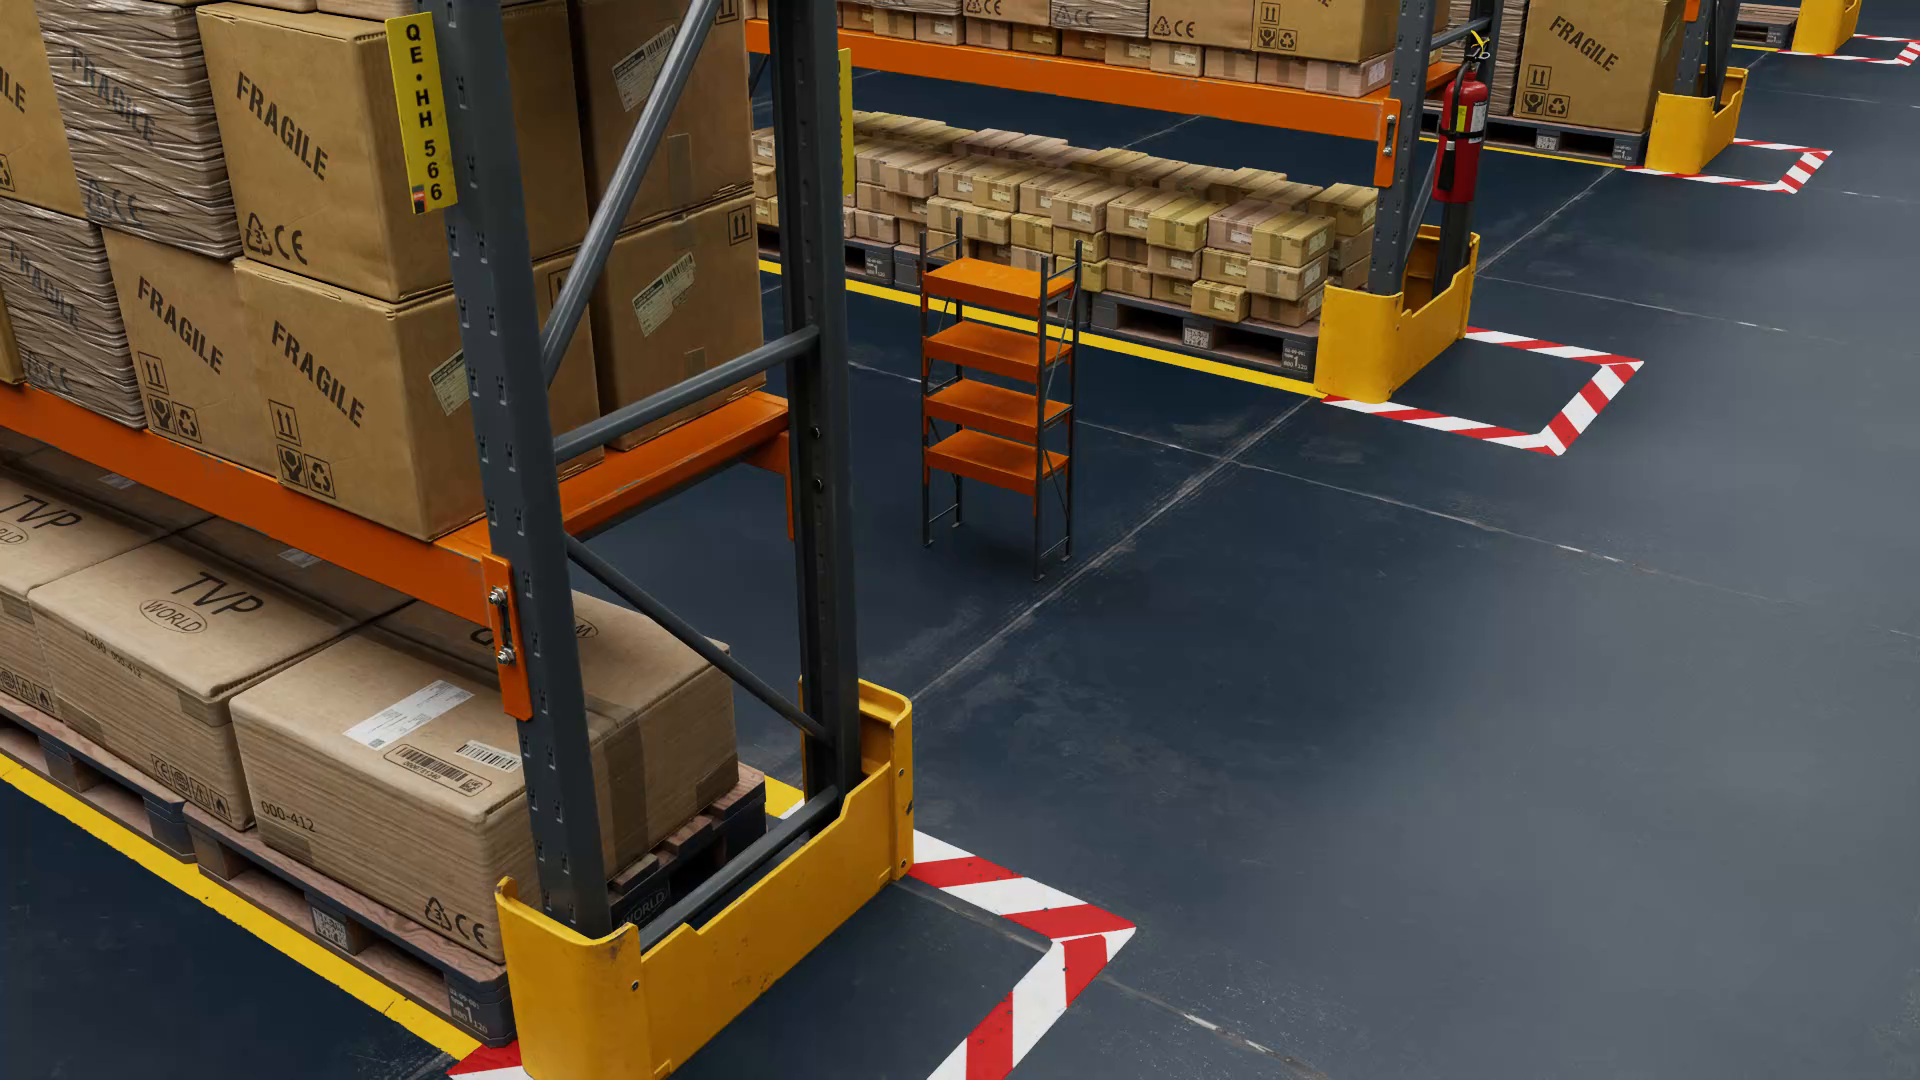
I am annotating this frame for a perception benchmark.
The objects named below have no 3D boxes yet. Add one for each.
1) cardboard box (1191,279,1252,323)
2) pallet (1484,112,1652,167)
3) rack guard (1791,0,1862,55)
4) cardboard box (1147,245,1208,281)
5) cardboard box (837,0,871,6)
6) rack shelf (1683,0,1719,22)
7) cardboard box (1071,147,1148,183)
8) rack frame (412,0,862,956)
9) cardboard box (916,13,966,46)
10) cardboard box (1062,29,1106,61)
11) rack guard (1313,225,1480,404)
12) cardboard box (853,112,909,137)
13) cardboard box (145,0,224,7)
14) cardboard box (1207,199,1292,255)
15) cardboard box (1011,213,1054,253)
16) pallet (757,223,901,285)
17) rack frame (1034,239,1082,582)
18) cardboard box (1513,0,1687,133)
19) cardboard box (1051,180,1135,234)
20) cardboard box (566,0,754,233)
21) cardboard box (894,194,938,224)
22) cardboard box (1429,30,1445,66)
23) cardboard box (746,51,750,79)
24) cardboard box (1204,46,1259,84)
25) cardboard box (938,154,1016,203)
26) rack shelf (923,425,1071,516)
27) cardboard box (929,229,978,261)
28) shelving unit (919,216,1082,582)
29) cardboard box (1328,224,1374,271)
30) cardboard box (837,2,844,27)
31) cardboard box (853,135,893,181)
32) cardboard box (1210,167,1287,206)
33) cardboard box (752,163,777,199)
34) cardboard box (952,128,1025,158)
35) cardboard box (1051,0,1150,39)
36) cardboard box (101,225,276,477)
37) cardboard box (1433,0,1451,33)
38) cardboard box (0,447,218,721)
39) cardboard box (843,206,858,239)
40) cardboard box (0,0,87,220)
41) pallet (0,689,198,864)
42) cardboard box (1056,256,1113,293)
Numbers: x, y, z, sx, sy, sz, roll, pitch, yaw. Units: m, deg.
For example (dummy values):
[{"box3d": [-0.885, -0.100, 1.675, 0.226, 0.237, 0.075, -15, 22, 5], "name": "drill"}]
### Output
[{"box3d": [1.306, -1.179, 7.940, 0.250, 0.149, 0.380, 18, 32, 32], "name": "cardboard box"}, {"box3d": [4.316, -2.939, 11.792, 1.213, 0.211, 1.003, 17, 32, 30], "name": "pallet"}, {"box3d": [7.851, -4.742, 15.017, 0.348, 0.500, 1.175, 17, 32, 30], "name": "rack guard"}, {"box3d": [1.102, -1.388, 8.022, 0.250, 0.149, 0.380, 16, 31, 28], "name": "cardboard box"}, {"box3d": [-0.492, -3.036, 8.470, 0.500, 0.500, 0.500, 17, 32, 30], "name": "cardboard box"}, {"box3d": [3.371, -4.199, 11.986, 4.000, 0.370, 1.077, 17, 32, 30], "name": "rack shelf"}, {"box3d": [0.792, -1.951, 8.801, 0.250, 0.149, 0.380, 18, 32, 31], "name": "cardboard box"}, {"box3d": [-0.592, -0.301, 3.533, 0.127, 3.000, 1.000, 17, 32, 30], "name": "rack frame"}, {"box3d": [-0.008, -2.577, 8.284, 0.250, 0.149, 0.380, 19, 33, 32], "name": "cardboard box"}, {"box3d": [0.687, -2.407, 7.949, 0.250, 0.149, 0.380, 16, 31, 28], "name": "cardboard box"}, {"box3d": [2.065, -1.083, 7.826, 0.348, 0.500, 1.175, 17, 32, 30], "name": "rack guard"}, {"box3d": [-0.496, -2.341, 9.568, 0.250, 0.149, 0.380, 18, 32, 31], "name": "cardboard box"}, {"box3d": [-1.484, -1.188, 3.350, 0.250, 0.149, 0.380, 17, 32, 30], "name": "cardboard box"}, {"box3d": [1.373, -1.486, 7.887, 0.250, 0.149, 0.380, 18, 32, 31], "name": "cardboard box"}, {"box3d": [0.467, -1.589, 8.417, 0.250, 0.149, 0.380, 19, 33, 33], "name": "cardboard box"}, {"box3d": [-0.596, -1.802, 9.559, 1.213, 0.211, 1.003, 17, 32, 30], "name": "pallet"}, {"box3d": [0.338, -0.430, 5.771, 0.015, 1.200, 0.240, 17, 32, 30], "name": "rack frame"}, {"box3d": [4.446, -3.380, 11.464, 0.875, 0.875, 0.875, 17, 32, 30], "name": "cardboard box"}, {"box3d": [0.657, -1.643, 8.196, 0.250, 0.149, 0.380, 19, 32, 32], "name": "cardboard box"}, {"box3d": [-0.826, -1.021, 3.736, 0.500, 0.500, 0.500, 17, 31, 29], "name": "cardboard box"}, {"box3d": [-0.137, -1.810, 8.853, 0.250, 0.149, 0.380, 19, 33, 33], "name": "cardboard box"}, {"box3d": [2.046, -2.271, 7.682, 0.250, 0.149, 0.380, 17, 32, 30], "name": "cardboard box"}, {"box3d": [-1.629, -2.900, 10.108, 0.500, 0.250, 0.500, 16, 31, 28], "name": "cardboard box"}, {"box3d": [1.300, -2.180, 7.503, 0.250, 0.149, 0.380, 17, 32, 30], "name": "cardboard box"}, {"box3d": [0.090, -1.887, 8.676, 0.250, 0.149, 0.380, 16, 31, 28], "name": "cardboard box"}, {"box3d": [0.136, -0.255, 6.015, 0.480, 0.148, 0.258, 17, 32, 30], "name": "rack shelf"}, {"box3d": [0.041, -1.589, 8.746, 0.250, 0.149, 0.380, 16, 31, 29], "name": "cardboard box"}, {"box3d": [0.136, -0.492, 5.894, 0.503, 1.200, 0.258, 17, 32, 30], "name": "shelving unit"}, {"box3d": [1.841, -1.457, 8.158, 0.250, 0.149, 0.380, 19, 32, 32], "name": "cardboard box"}, {"box3d": [-0.617, -2.810, 8.741, 0.250, 0.149, 0.380, 16, 31, 28], "name": "cardboard box"}, {"box3d": [-0.573, -2.081, 9.056, 0.250, 0.149, 0.380, 17, 31, 30], "name": "cardboard box"}, {"box3d": [1.458, -1.759, 8.423, 0.250, 0.149, 0.380, 17, 32, 30], "name": "cardboard box"}, {"box3d": [-1.052, -2.041, 9.305, 0.250, 0.149, 0.380, 19, 33, 33], "name": "cardboard box"}, {"box3d": [0.159, -2.149, 9.190, 0.250, 0.149, 0.380, 16, 31, 28], "name": "cardboard box"}, {"box3d": [0.767, -2.634, 7.681, 0.500, 0.500, 0.500, 17, 32, 30], "name": "cardboard box"}, {"box3d": [-1.544, -0.505, 3.824, 0.500, 0.500, 0.500, 17, 31, 29], "name": "cardboard box"}, {"box3d": [1.914, -2.573, 7.560, 0.500, 0.500, 0.500, 19, 33, 33], "name": "cardboard box"}, {"box3d": [-2.694, 0.058, 5.191, 0.875, 0.438, 0.875, 16, 31, 29], "name": "cardboard box"}, {"box3d": [-0.598, -1.795, 9.149, 0.250, 0.149, 0.380, 17, 32, 30], "name": "cardboard box"}, {"box3d": [-1.977, -1.077, 3.846, 0.500, 0.500, 0.500, 17, 32, 30], "name": "cardboard box"}, {"box3d": [-2.296, 0.453, 5.128, 1.213, 0.211, 1.003, 17, 32, 30], "name": "pallet"}, {"box3d": [0.681, -1.380, 8.334, 0.250, 0.149, 0.380, 16, 31, 28], "name": "cardboard box"}]
